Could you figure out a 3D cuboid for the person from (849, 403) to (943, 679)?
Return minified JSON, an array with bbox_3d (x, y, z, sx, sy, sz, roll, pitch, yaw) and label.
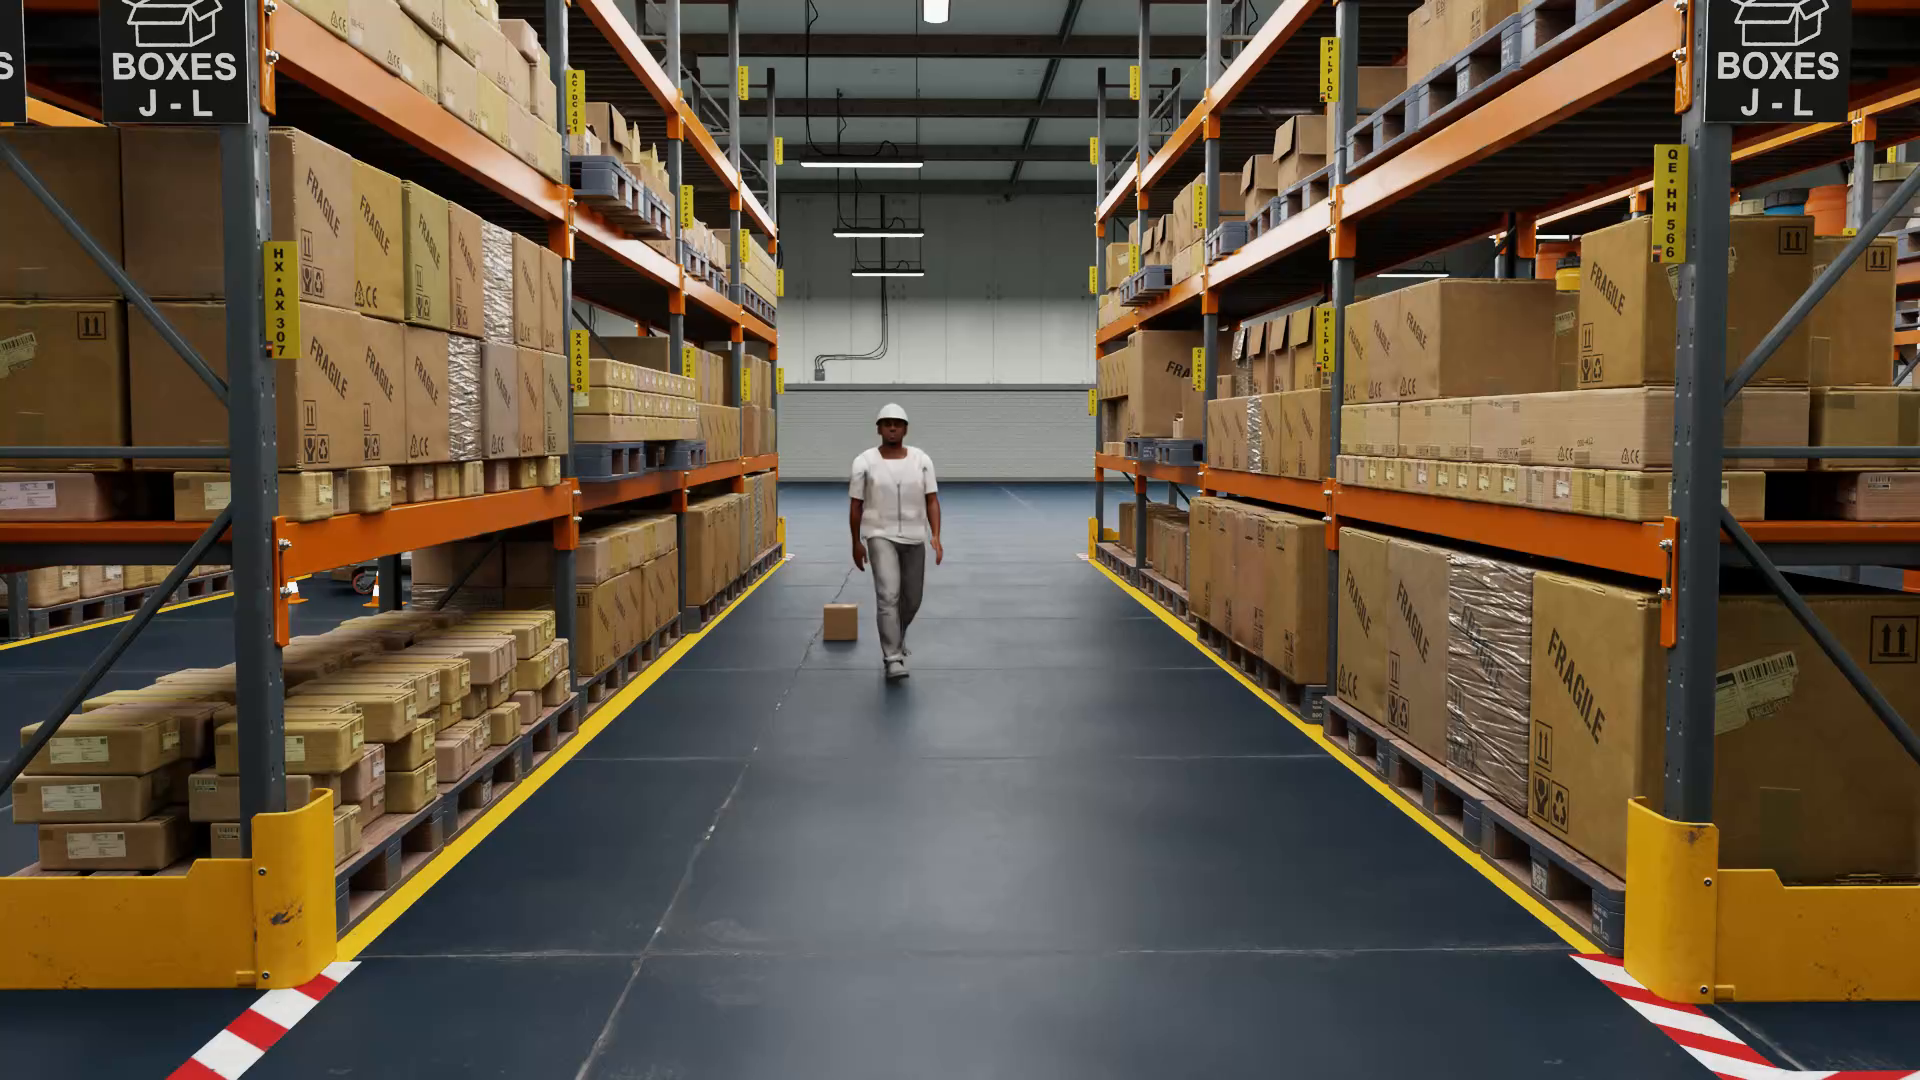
[{"bbox_3d":[-0.414,-0.008,10.631,0.563,1.728,0.998,-1,4,-16],"label":"person"}]
